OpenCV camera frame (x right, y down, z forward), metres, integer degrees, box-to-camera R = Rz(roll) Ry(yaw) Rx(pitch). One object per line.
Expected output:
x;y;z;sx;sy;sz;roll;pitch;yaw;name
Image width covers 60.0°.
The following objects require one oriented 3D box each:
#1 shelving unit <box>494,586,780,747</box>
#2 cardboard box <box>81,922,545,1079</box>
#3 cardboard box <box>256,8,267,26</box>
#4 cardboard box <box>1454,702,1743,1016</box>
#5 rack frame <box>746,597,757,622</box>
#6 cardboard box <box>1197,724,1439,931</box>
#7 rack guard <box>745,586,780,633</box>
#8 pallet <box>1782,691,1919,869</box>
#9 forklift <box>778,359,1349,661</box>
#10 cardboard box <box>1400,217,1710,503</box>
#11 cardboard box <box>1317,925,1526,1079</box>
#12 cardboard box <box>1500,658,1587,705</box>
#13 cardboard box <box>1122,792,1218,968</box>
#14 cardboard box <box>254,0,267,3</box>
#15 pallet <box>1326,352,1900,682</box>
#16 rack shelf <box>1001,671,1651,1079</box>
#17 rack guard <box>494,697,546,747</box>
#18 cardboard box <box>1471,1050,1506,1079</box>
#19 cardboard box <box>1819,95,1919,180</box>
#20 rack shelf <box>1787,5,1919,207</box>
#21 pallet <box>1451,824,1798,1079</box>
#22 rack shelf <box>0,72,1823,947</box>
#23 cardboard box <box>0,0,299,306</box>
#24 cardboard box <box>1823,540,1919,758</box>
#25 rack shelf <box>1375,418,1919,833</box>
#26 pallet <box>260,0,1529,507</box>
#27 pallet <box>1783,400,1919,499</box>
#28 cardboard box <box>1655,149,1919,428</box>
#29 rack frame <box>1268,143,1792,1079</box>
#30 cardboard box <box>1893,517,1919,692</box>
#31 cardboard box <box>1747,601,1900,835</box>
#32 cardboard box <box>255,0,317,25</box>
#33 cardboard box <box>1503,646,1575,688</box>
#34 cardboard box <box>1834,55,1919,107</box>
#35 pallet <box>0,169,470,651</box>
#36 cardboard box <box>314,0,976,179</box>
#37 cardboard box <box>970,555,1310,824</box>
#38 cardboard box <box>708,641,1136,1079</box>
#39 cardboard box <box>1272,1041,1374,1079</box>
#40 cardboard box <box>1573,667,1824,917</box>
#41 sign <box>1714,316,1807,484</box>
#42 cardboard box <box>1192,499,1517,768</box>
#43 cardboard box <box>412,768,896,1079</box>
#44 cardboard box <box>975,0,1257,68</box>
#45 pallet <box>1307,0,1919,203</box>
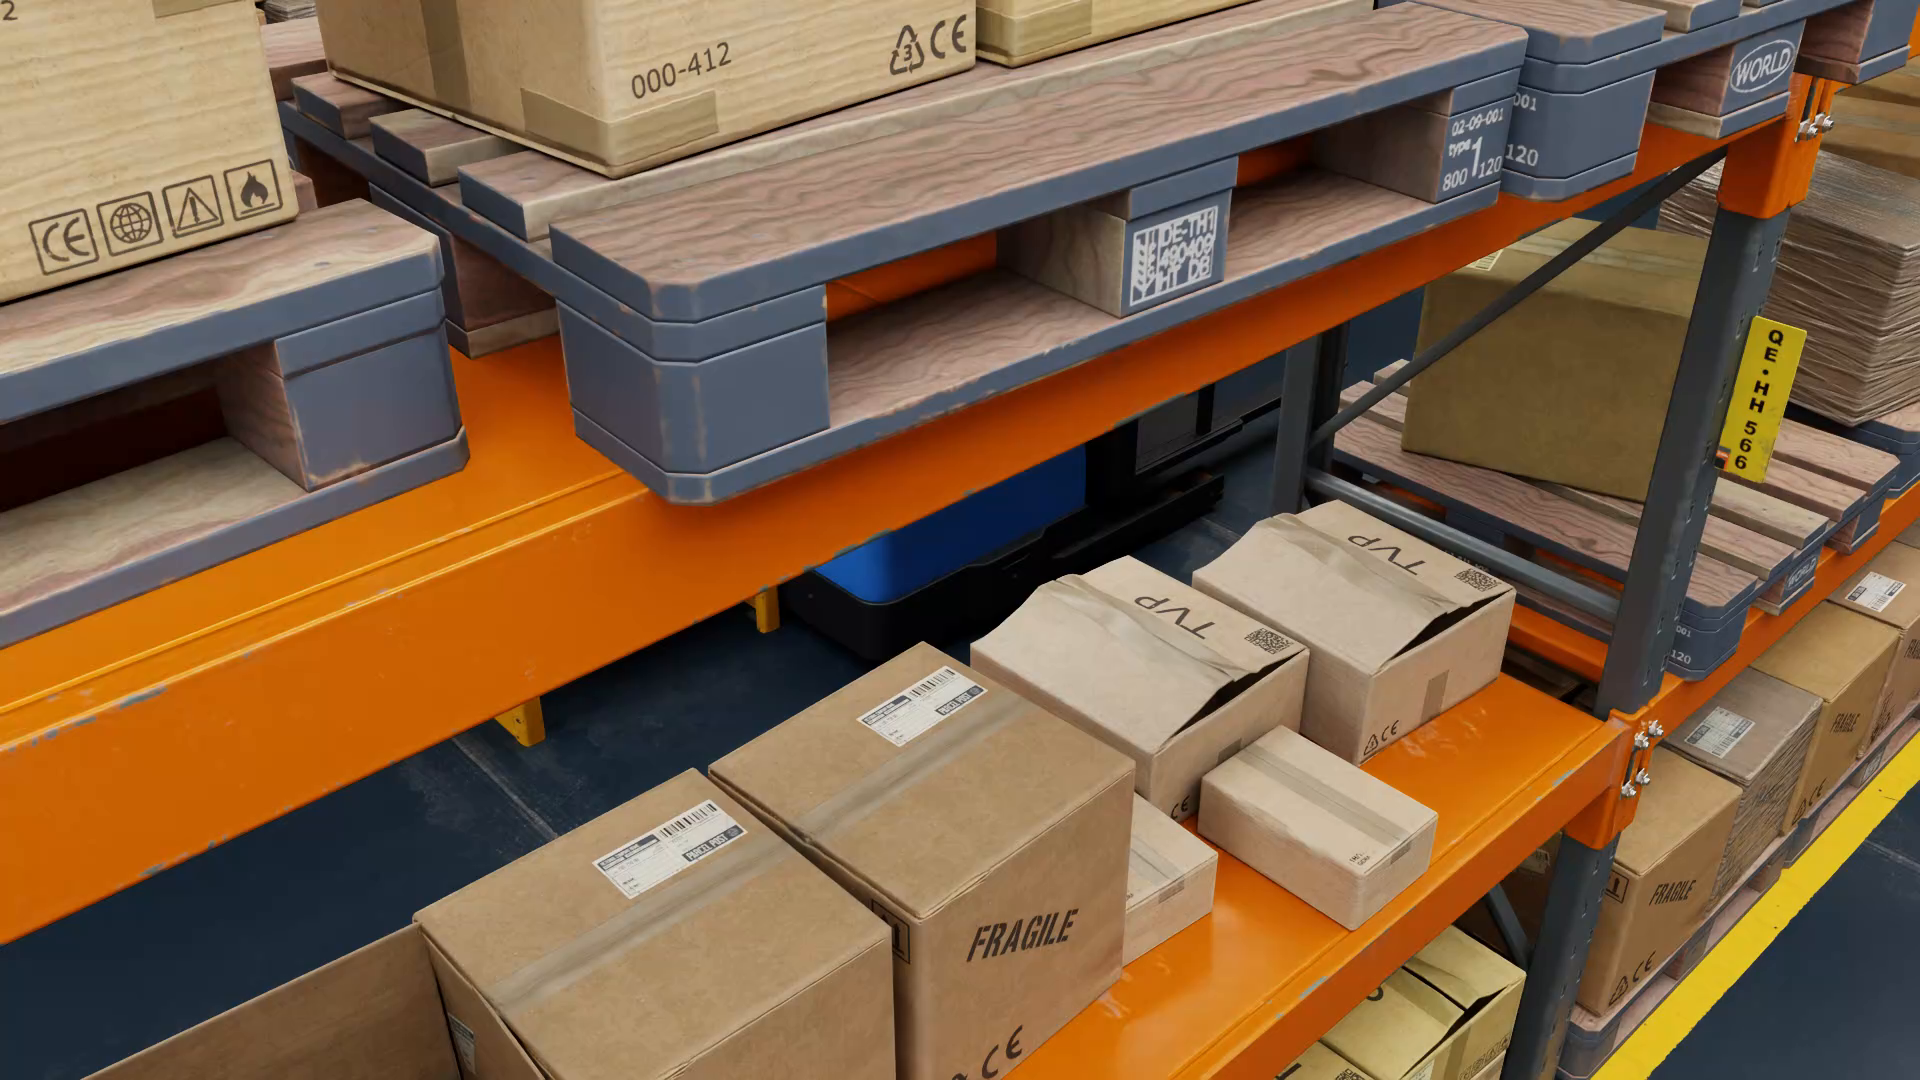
-1.259;-0.240;5.706;1.083;1.500;0.587;-26;40;-35;shelving unit
-0.815;0.939;2.243;0.500;0.500;0.500;-23;38;-32;cardboard box
-2.942;-1.729;6.185;0.700;0.500;0.500;25;39;35;cardboard box
1.686;0.843;4.471;0.500;0.500;0.500;-24;39;-34;cardboard box
-0.891;-0.416;5.993;0.032;1.500;0.500;-26;40;-35;rack frame
0.686;0.548;3.220;0.250;0.149;0.380;-26;40;-35;cardboard box
-0.892;0.117;6.318;0.087;0.250;0.587;-26;40;-35;rack guard
2.625;0.525;5.690;1.213;0.211;1.003;-26;40;-35;pallet
0.461;-1.475;6.352;3.031;2.935;1.130;-26;40;-36;forklift
1.543;-0.472;4.149;0.700;0.500;0.500;15;35;23;cardboard box
0.941;1.051;3.852;0.500;0.311;0.500;-25;39;-34;cardboard box
1.684;0.473;5.075;0.500;0.500;0.500;-24;39;-34;cardboard box
0.261;0.597;3.139;0.250;0.149;0.380;-23;38;-32;cardboard box
-2.671;-2.131;6.221;0.380;0.149;0.250;22;38;31;cardboard box
1.607;-0.170;4.336;1.003;0.211;1.213;-26;40;-35;pallet
-0.309;1.032;2.876;4.000;0.370;1.077;-26;40;-35;rack shelf
-1.627;0.468;5.745;0.087;0.250;0.587;-26;40;-35;rack guard
0.938;1.290;3.999;0.500;0.250;0.500;-25;39;-34;cardboard box
2.837;-0.974;4.970;0.700;0.500;0.500;18;36;27;cardboard box
2.624;-1.666;4.414;4.000;0.370;1.077;-26;40;-35;rack shelf
1.731;0.955;4.986;1.213;0.211;1.003;-26;40;-35;pallet
-0.309;-0.247;2.094;4.000;0.370;1.077;-26;40;-35;rack shelf
-0.916;-0.371;1.347;0.500;0.250;0.500;25;39;34;cardboard box
2.816;0.292;5.372;0.500;0.500;0.500;-27;41;-37;cardboard box
2.624;-0.387;5.196;4.000;0.370;1.077;-26;40;-35;rack shelf
-0.097;-0.511;2.015;1.213;0.211;1.003;-24;39;-33;pallet
2.581;-0.594;5.030;1.213;0.211;1.003;-26;40;-35;pallet
2.343;-0.724;4.560;0.500;0.500;0.700;-18;36;-27;cardboard box
1.158;0.016;3.849;0.127;3.000;1.000;-26;40;-35;rack frame
3.188;0.110;5.669;0.500;0.500;0.500;-25;39;-35;cardboard box
2.437;0.479;5.066;0.500;0.500;0.500;-26;40;-36;cardboard box
-2.551;-1.938;6.526;0.700;0.500;0.500;24;39;34;cardboard box
1.722;0.132;4.915;0.500;0.250;0.500;-24;39;-34;cardboard box
3.130;-1.274;5.460;0.500;0.500;0.700;-19;36;-28;cardboard box
-1.137;-0.081;1.316;0.805;0.209;1.217;27;41;37;pallet
-0.332;-0.615;1.746;0.500;0.250;0.500;25;40;35;cardboard box
0.370;0.297;3.474;0.500;0.311;0.500;-26;40;-36;cardboard box
-0.061;0.575;2.839;0.500;0.500;0.500;27;40;36;cardboard box
0.565;1.237;3.547;0.500;0.311;0.500;-27;40;-36;cardboard box
2.066;0.655;4.778;0.500;0.500;0.500;-27;41;-37;cardboard box
1.538;-0.267;3.201;0.005;0.325;0.100;-26;40;-35;sign
0.861;0.166;3.688;0.500;0.311;0.500;-23;38;-33;cardboard box
-0.447;0.761;2.534;0.500;0.500;0.500;-26;40;-35;cardboard box
0.064;-0.805;2.057;0.500;0.250;0.500;-27;40;-36;cardboard box
0.721;-0.908;2.666;1.003;0.211;1.213;-24;39;-33;pallet
